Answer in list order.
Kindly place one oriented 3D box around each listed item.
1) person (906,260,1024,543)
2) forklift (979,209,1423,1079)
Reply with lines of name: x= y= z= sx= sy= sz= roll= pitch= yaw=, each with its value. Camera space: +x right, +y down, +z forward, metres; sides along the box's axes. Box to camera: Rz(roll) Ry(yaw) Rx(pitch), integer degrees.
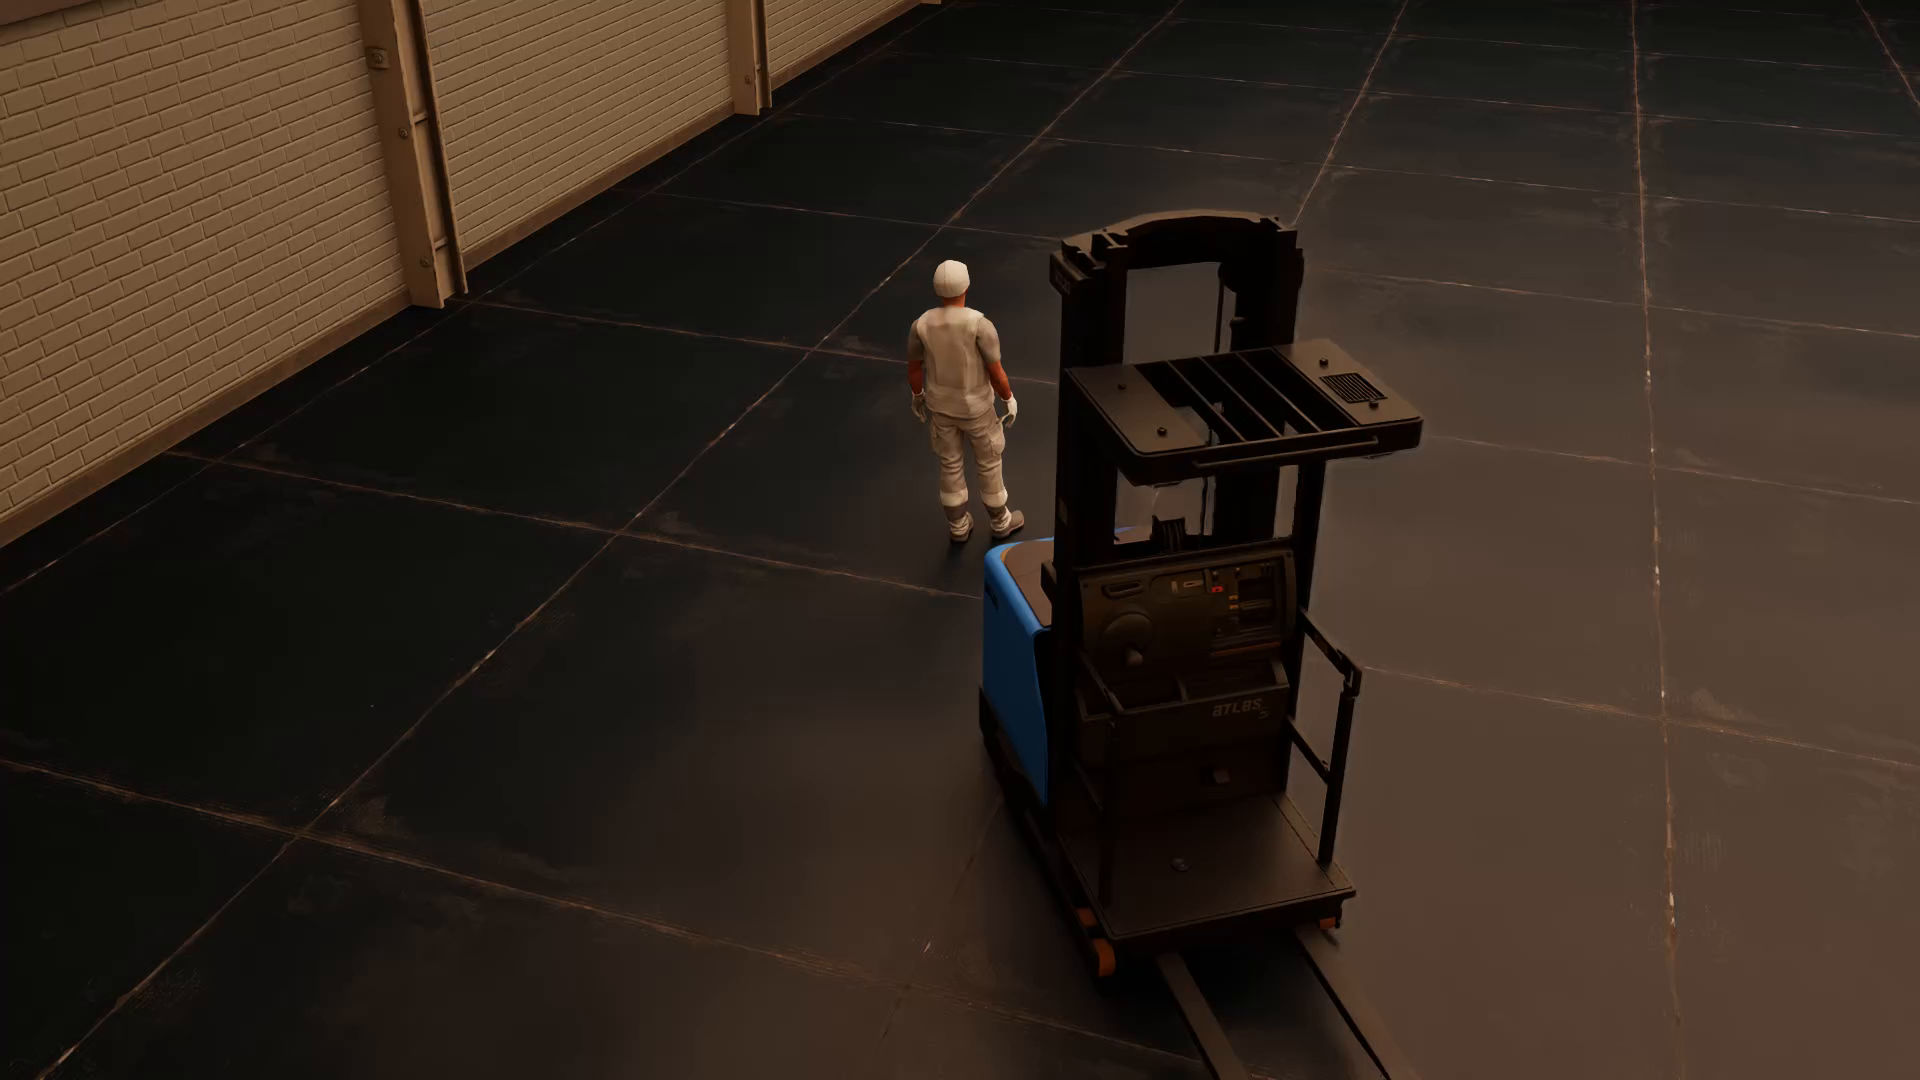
person: x=0.038 y=-0.819 z=9.711 sx=0.637 sy=1.787 sz=0.564 roll=10 pitch=31 yaw=16
forklift: x=0.990 y=0.324 z=6.568 sx=1.130 sy=2.935 sz=3.031 roll=-8 pitch=31 yaw=-14
